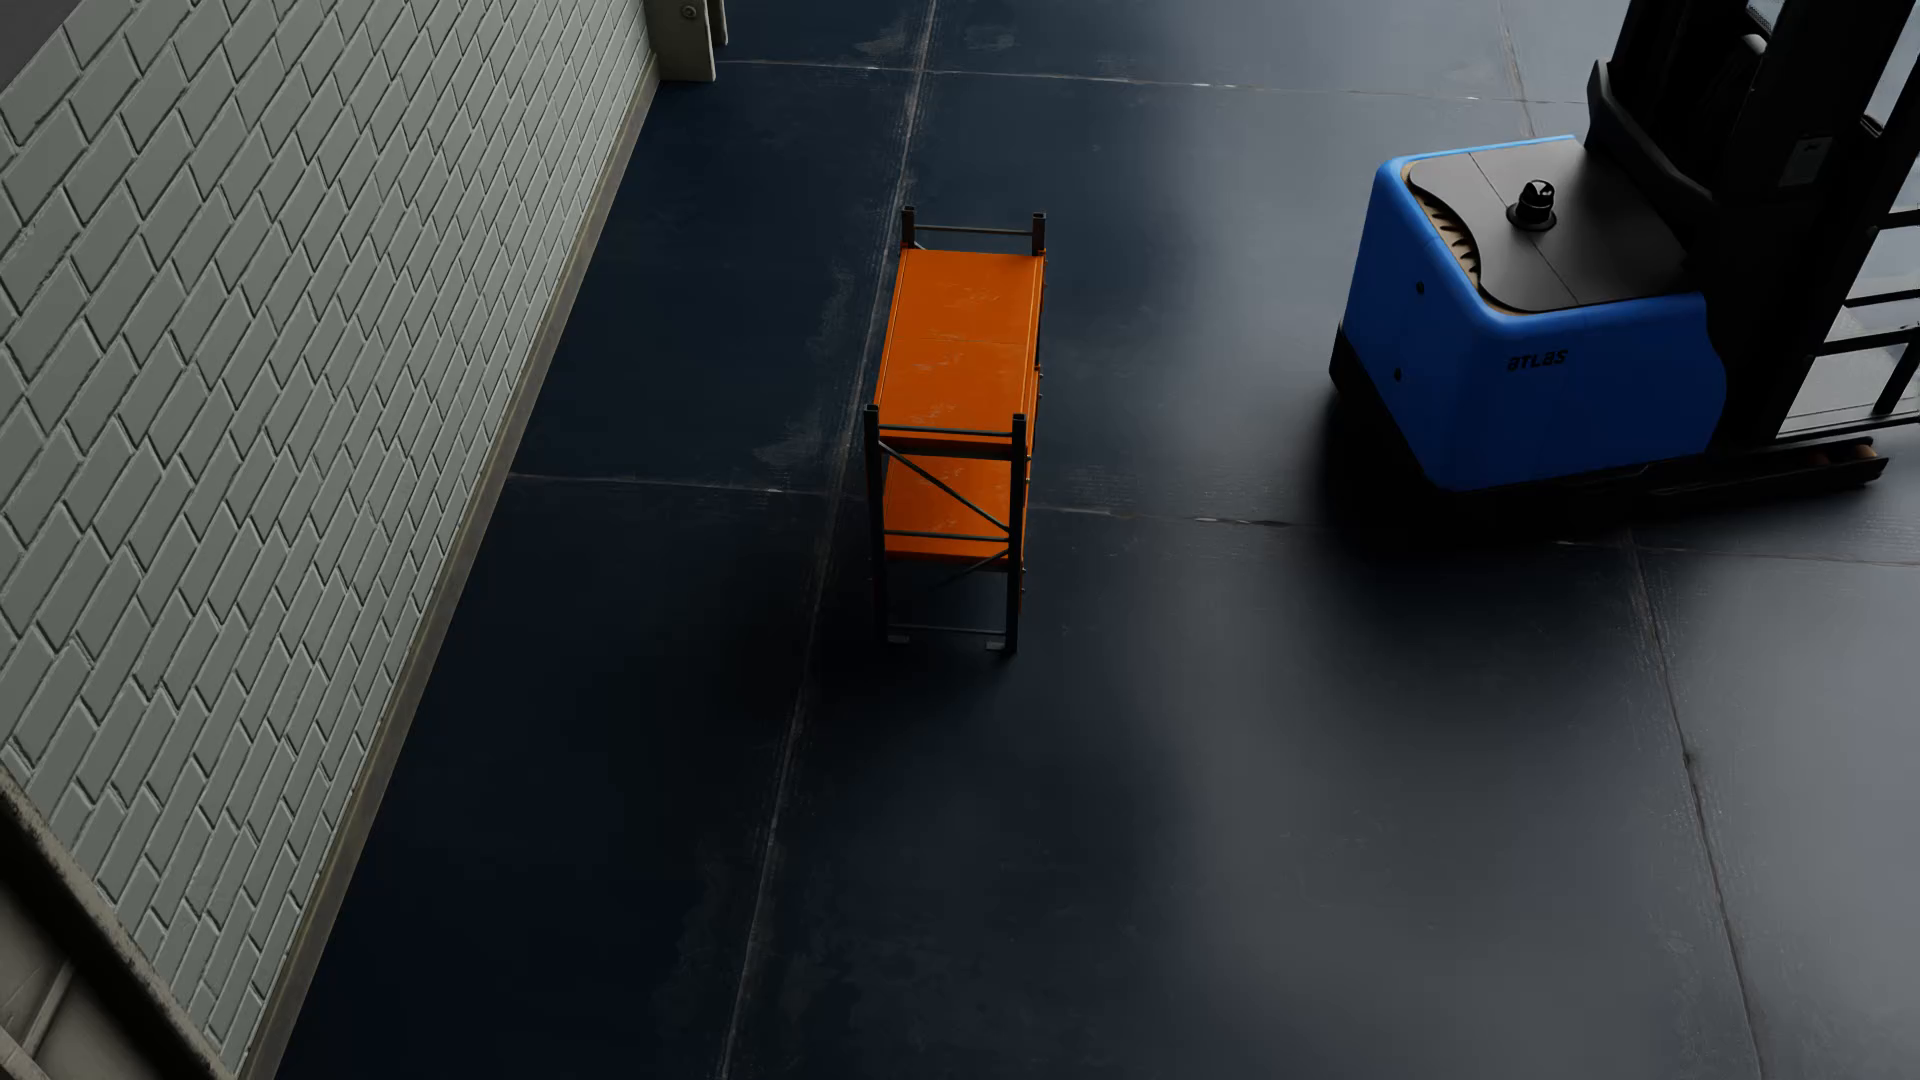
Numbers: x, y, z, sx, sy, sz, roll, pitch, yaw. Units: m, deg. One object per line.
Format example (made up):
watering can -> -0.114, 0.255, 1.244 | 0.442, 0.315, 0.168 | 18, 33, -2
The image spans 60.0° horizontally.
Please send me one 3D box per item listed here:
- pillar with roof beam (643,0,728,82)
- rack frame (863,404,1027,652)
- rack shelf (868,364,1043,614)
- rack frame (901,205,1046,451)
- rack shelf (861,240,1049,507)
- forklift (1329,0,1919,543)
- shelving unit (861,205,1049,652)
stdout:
pillar with roof beam -> 2.914, -5.207, 4.914 | 9.100, 9.000, 0.400 | 4, 48, 4
rack frame -> -0.046, -0.011, 5.498 | 0.500, 1.125, 0.032 | 4, 48, 4
rack shelf -> 0.001, -0.220, 6.020 | 0.538, 0.278, 1.000 | 4, 48, 4
rack frame -> 0.047, -0.758, 6.181 | 0.500, 1.125, 0.032 | 4, 48, 4
rack shelf -> 0.001, -0.582, 5.623 | 0.538, 0.278, 1.000 | 4, 48, 4
forklift -> 3.074, -1.540, 5.672 | 3.031, 2.935, 1.130 | -9, 48, -8
shelving unit -> 0.001, -0.385, 5.839 | 0.538, 1.125, 1.048 | 4, 48, 4
